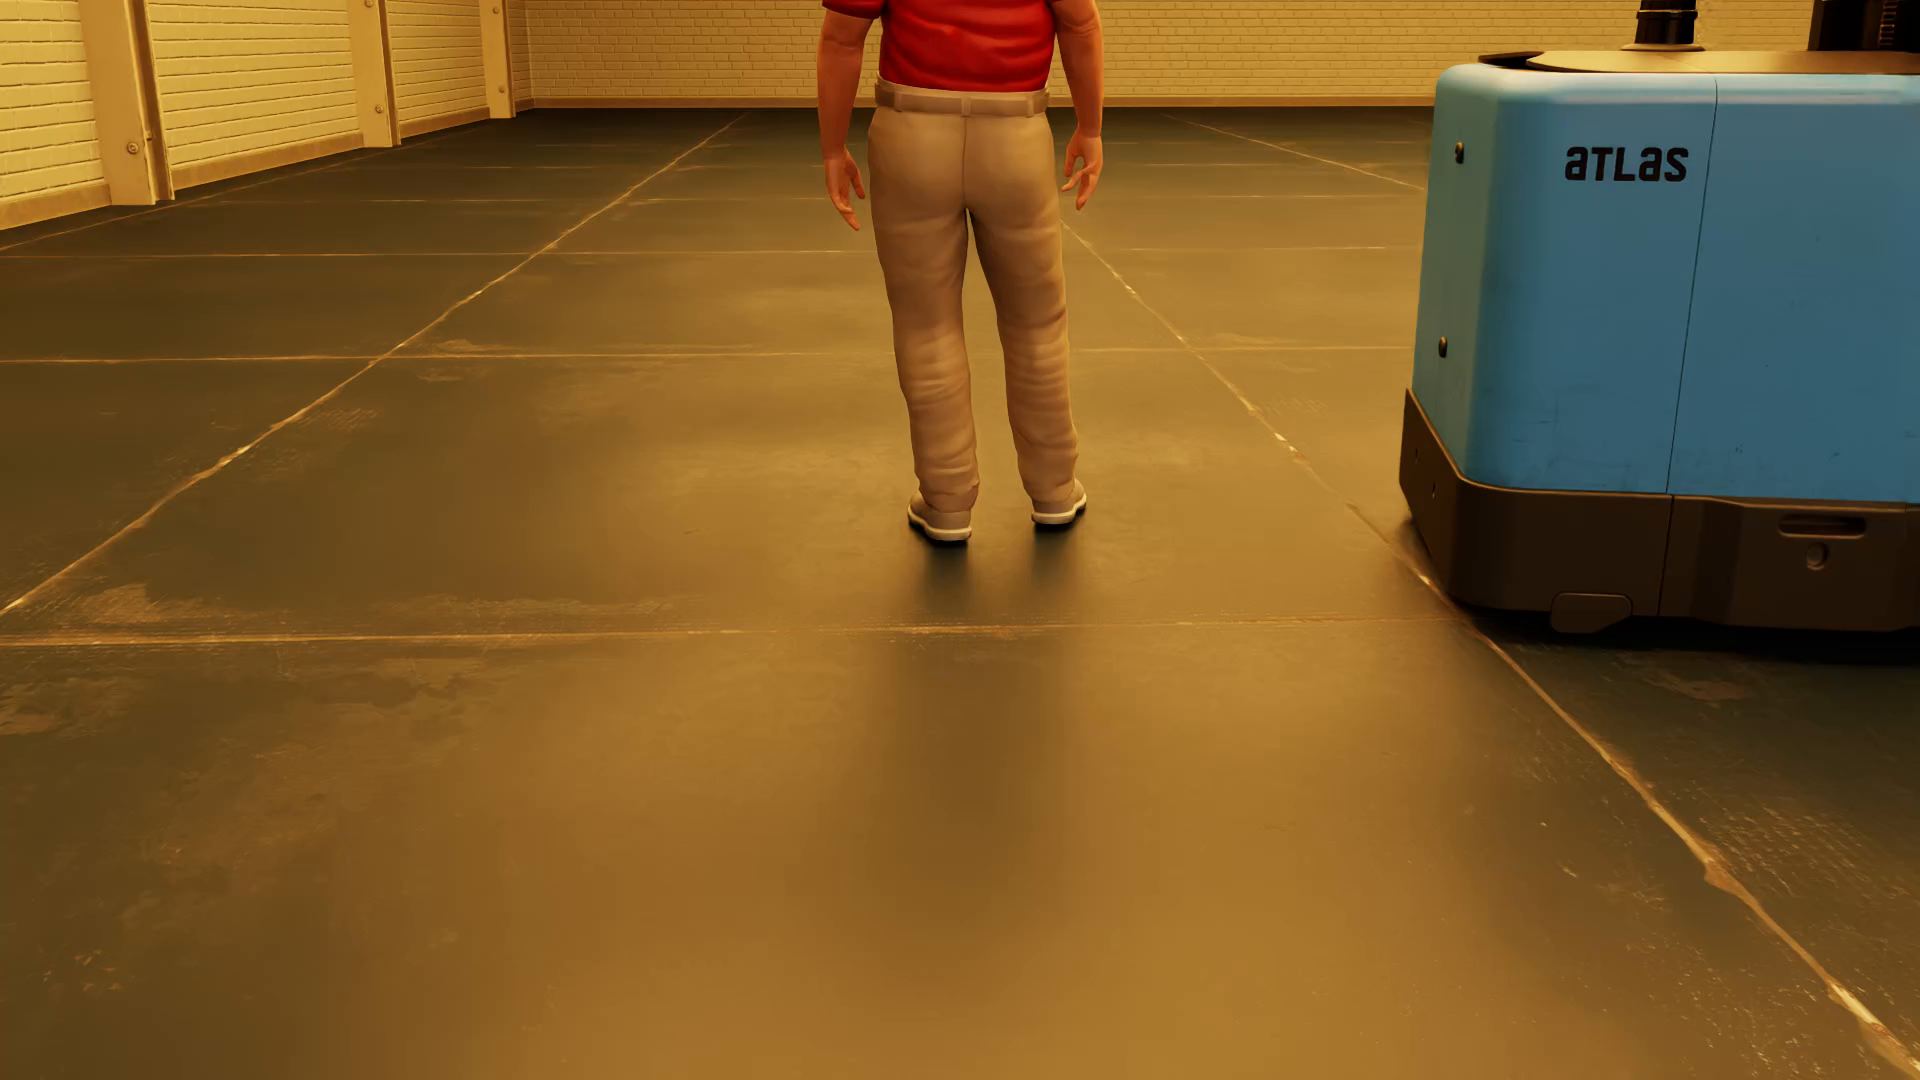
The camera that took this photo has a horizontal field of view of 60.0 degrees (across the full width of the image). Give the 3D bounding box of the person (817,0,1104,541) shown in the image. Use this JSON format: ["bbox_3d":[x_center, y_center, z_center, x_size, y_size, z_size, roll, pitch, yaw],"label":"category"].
[{"bbox_3d":[0.007,-0.861,3.749,0.641,1.728,0.550,-1,17,-3],"label":"person"}]

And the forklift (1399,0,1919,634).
[{"bbox_3d":[2.534,-1.292,3.130,3.031,2.935,1.130,2,17,8],"label":"forklift"}]
